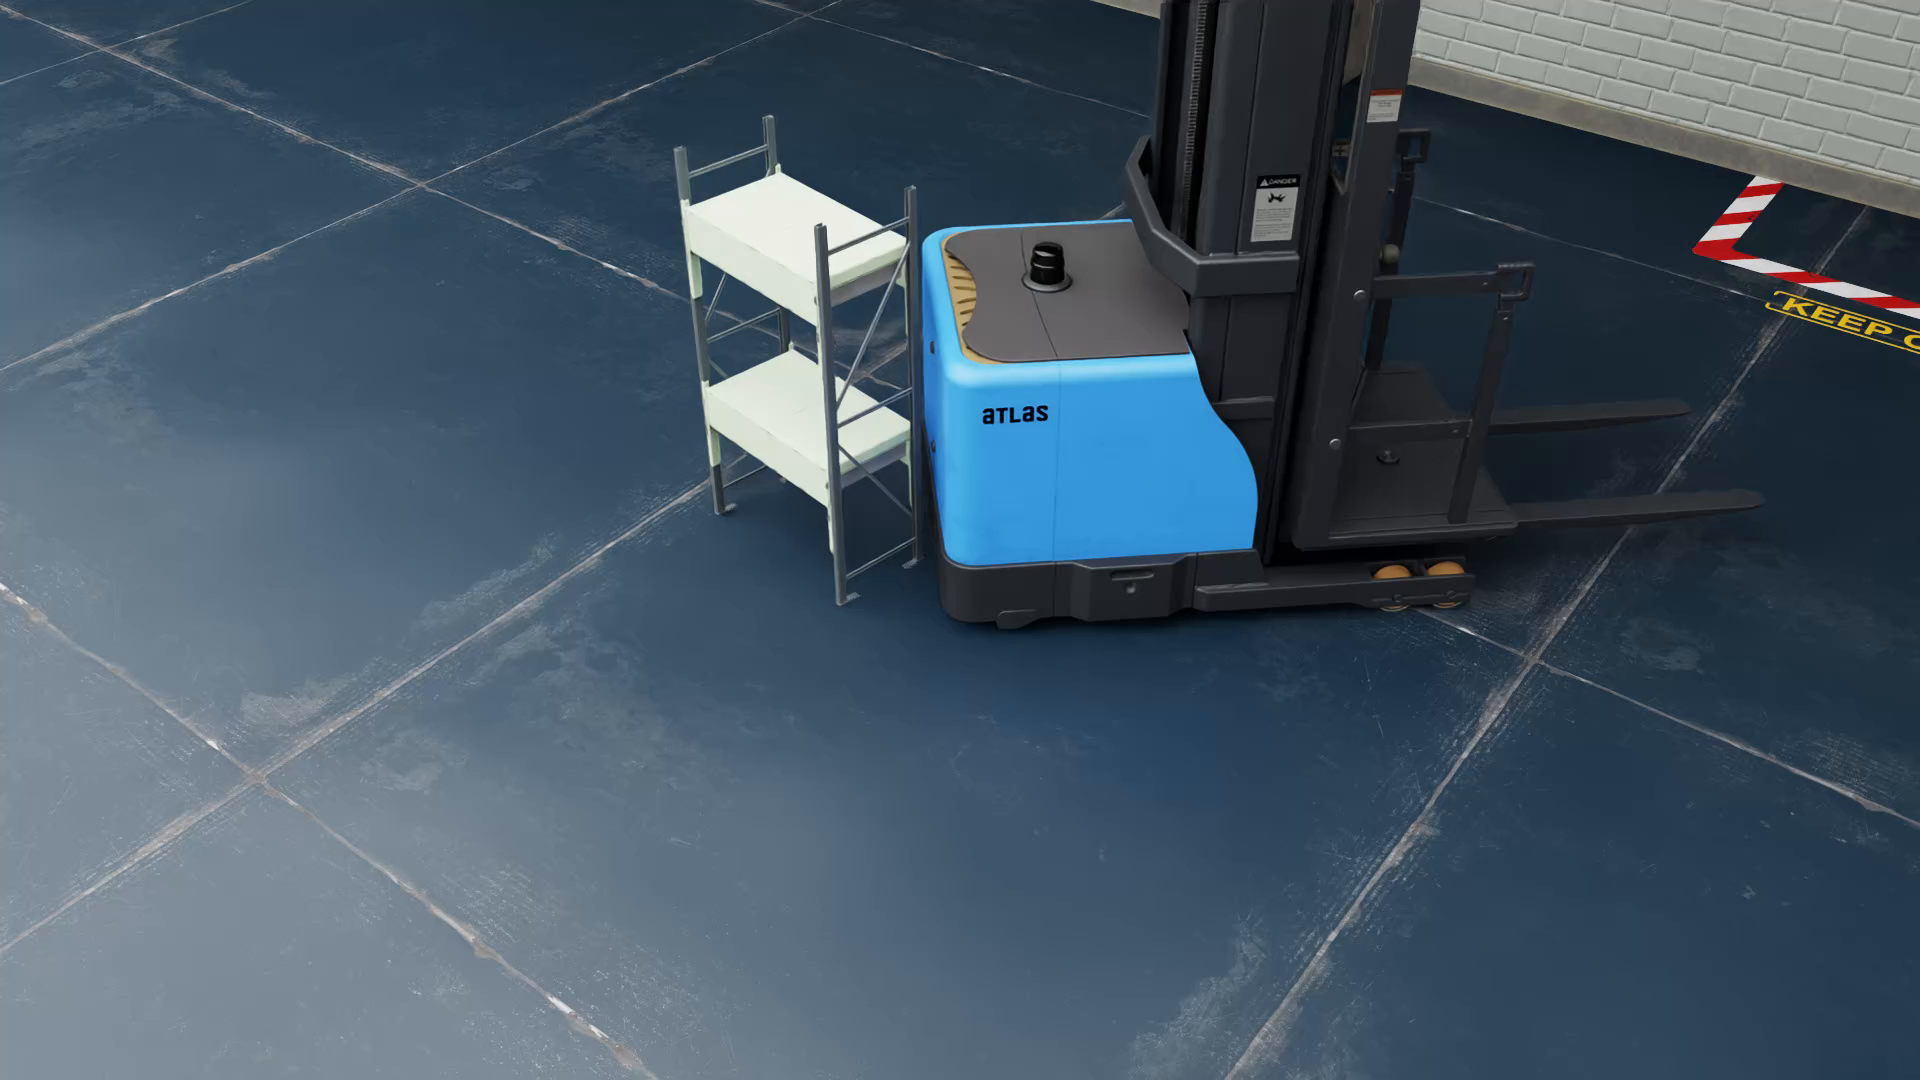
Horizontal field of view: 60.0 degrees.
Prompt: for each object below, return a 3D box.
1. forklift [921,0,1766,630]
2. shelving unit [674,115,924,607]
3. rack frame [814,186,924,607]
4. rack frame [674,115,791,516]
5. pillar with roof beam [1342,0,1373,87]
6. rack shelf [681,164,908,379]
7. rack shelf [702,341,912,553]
[{"bbox_3d":[1.401,-1.222,5.433,3.031,2.935,1.130,-4,38,-5],"label":"forklift"},{"bbox_3d":[-0.537,-0.605,5.806,0.431,1.500,0.755,-30,47,-32],"label":"shelving unit"},{"bbox_3d":[-0.289,-0.439,5.595,0.400,1.500,0.023,-30,47,-32],"label":"rack frame"},{"bbox_3d":[-0.786,-0.771,6.018,0.400,1.500,0.023,-30,47,-32],"label":"rack frame"},{"bbox_3d":[-0.477,-4.195,4.309,0.400,9.000,9.100,25,45,29],"label":"pillar with roof beam"},{"bbox_3d":[-0.537,-0.912,5.566,0.431,0.370,0.720,-30,47,-32],"label":"rack shelf"},{"bbox_3d":[-0.537,-0.349,6.007,0.431,0.370,0.720,-30,47,-32],"label":"rack shelf"}]
